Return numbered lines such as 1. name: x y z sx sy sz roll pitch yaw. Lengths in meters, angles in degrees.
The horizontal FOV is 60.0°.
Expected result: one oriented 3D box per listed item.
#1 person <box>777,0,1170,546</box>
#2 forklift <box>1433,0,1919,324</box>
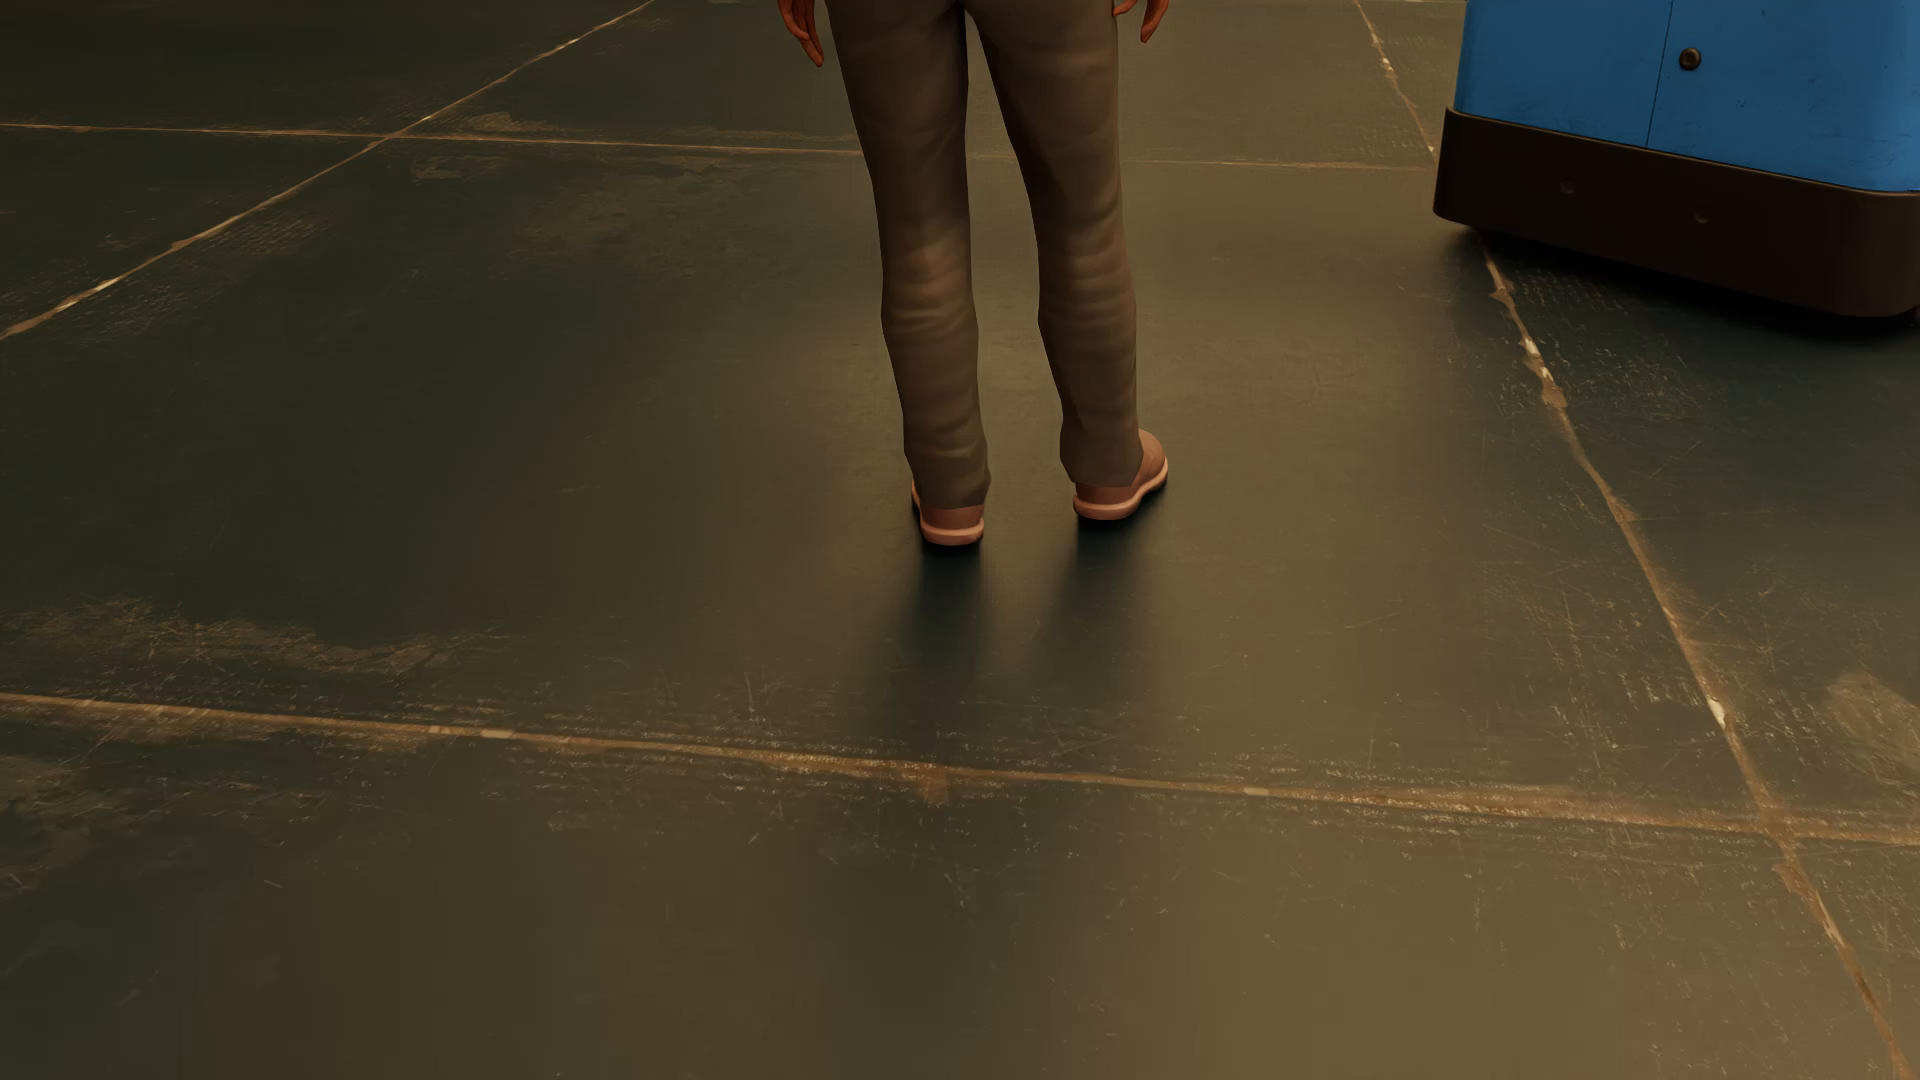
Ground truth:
1. person: 0.031 -0.784 2.203 0.570 1.654 0.504 3 27 7
2. forklift: 2.547 -2.272 3.770 3.031 2.935 1.130 -21 33 -36
